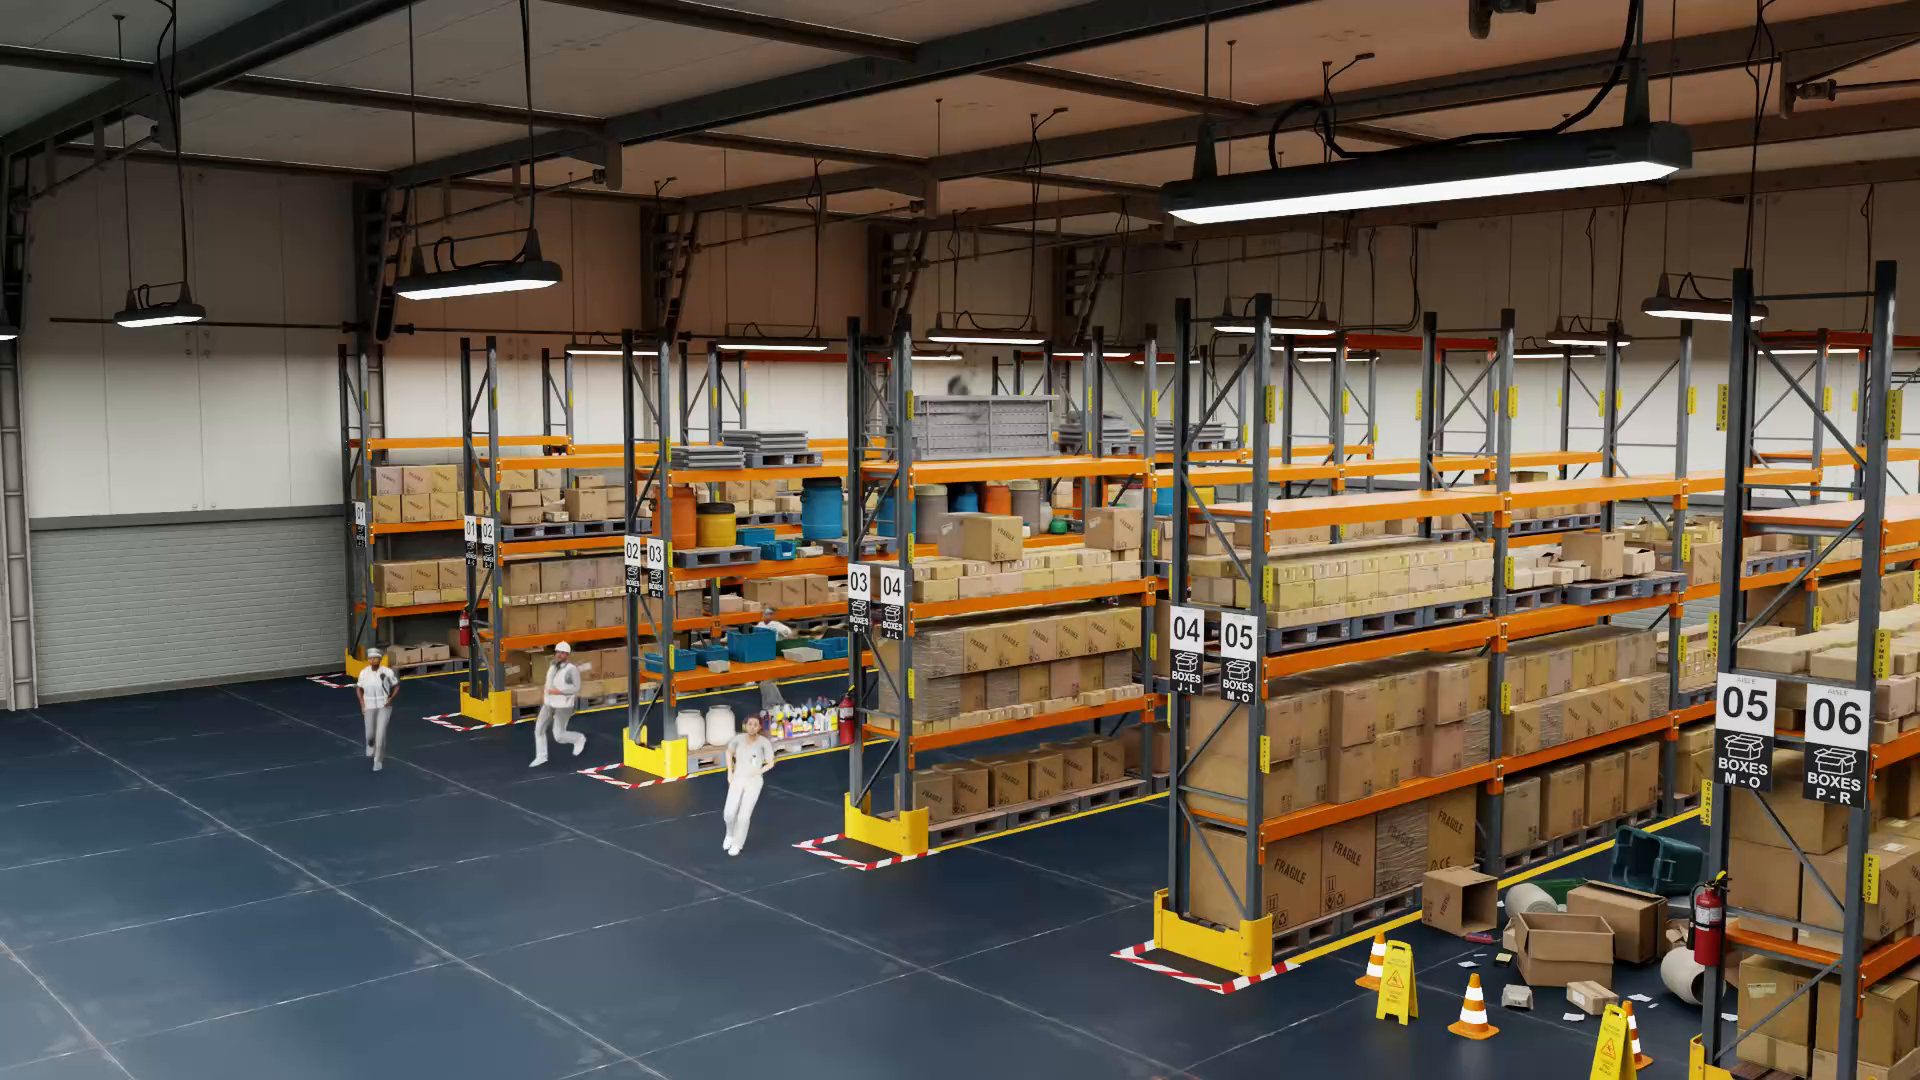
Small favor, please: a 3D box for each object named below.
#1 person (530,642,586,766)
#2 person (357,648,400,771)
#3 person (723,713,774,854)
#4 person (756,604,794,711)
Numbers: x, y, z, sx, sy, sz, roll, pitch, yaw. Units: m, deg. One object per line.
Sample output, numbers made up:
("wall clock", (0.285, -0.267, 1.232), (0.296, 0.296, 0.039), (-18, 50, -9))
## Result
("person", (-5.528, 2.267, 23.069), (0.688, 1.726, 0.767), (3, 6, 32))
("person", (-7.999, 2.299, 22.888), (0.576, 1.678, 0.609), (-1, 5, -12))
("person", (-2.364, 2.711, 18.478), (0.603, 1.613, 0.562), (0, 5, 4))
("person", (-3.034, 1.930, 26.320), (0.640, 1.845, 0.755), (5, 7, 41))
